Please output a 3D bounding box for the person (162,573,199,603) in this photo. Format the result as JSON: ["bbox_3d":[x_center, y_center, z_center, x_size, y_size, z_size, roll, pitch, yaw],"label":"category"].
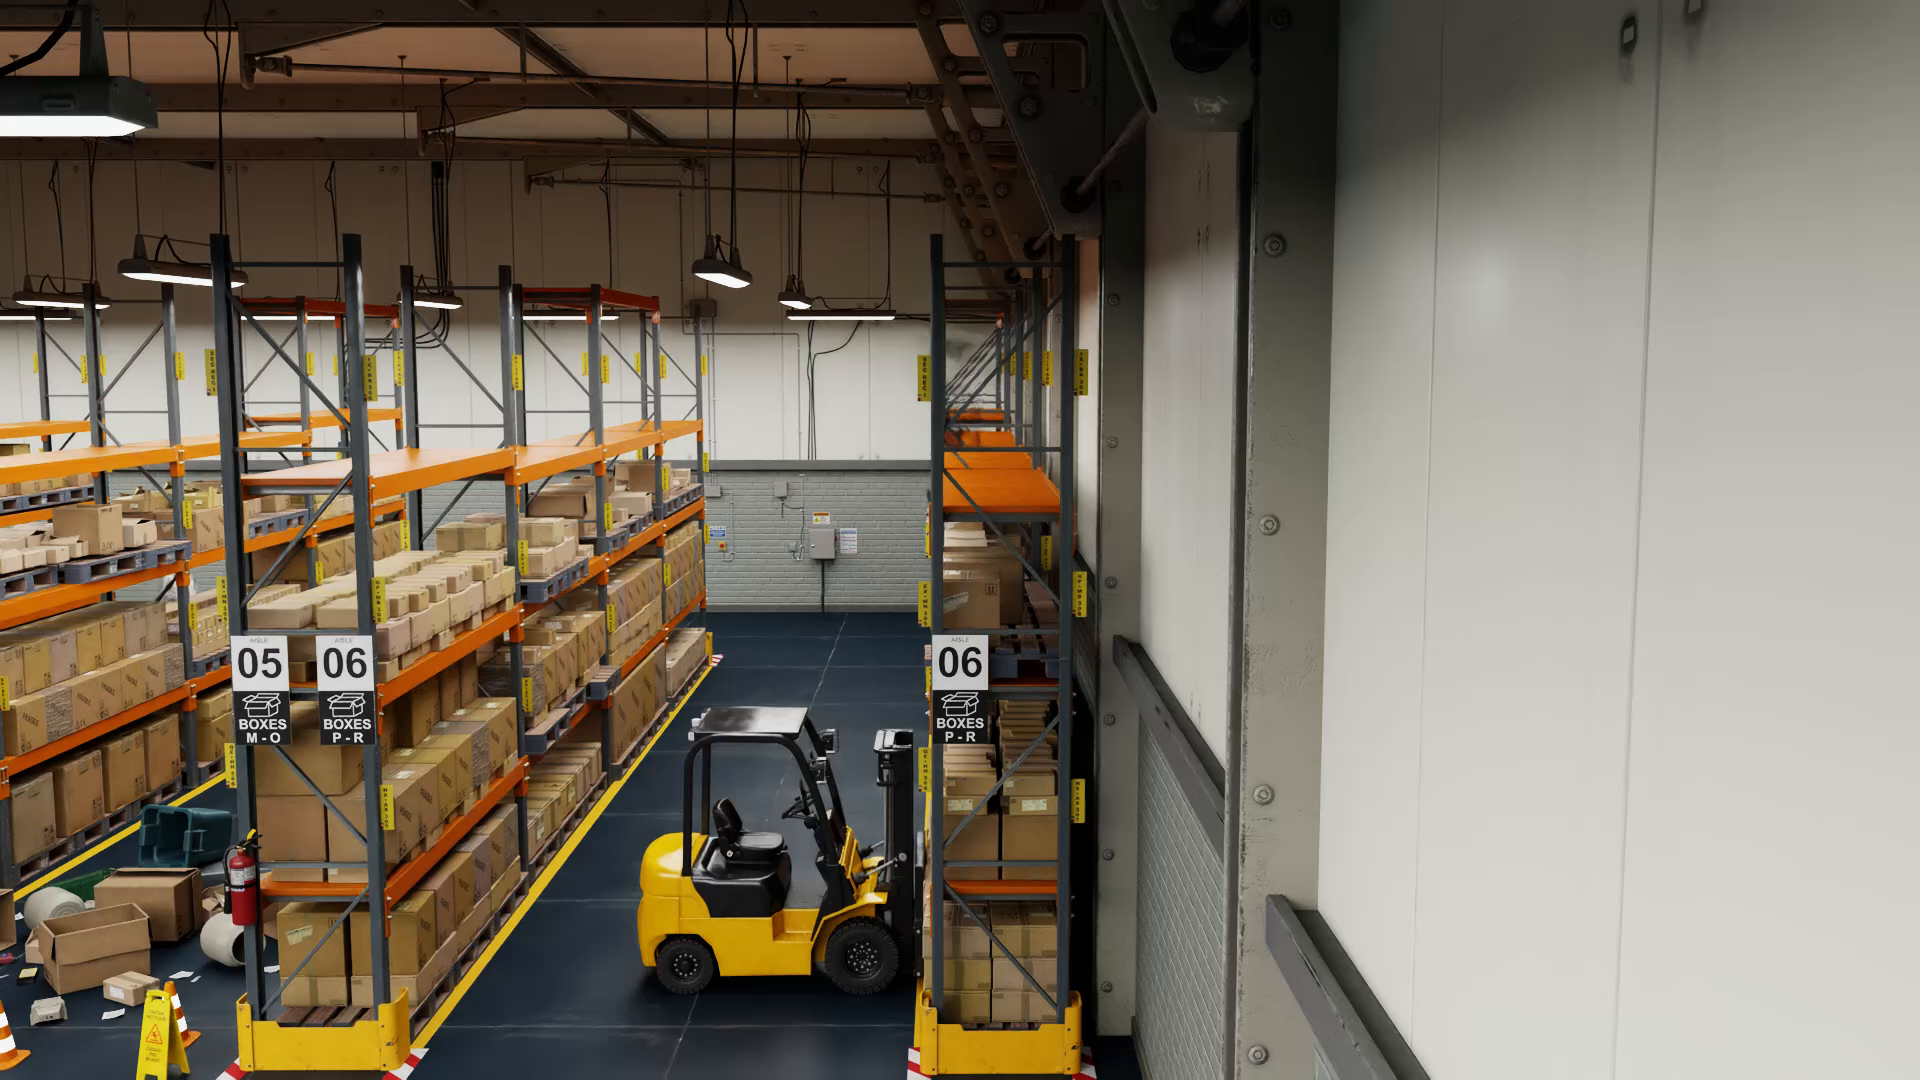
[{"bbox_3d":[-13.275,1.164,28.406,0.754,1.812,0.661,6,9,43],"label":"person"}]
